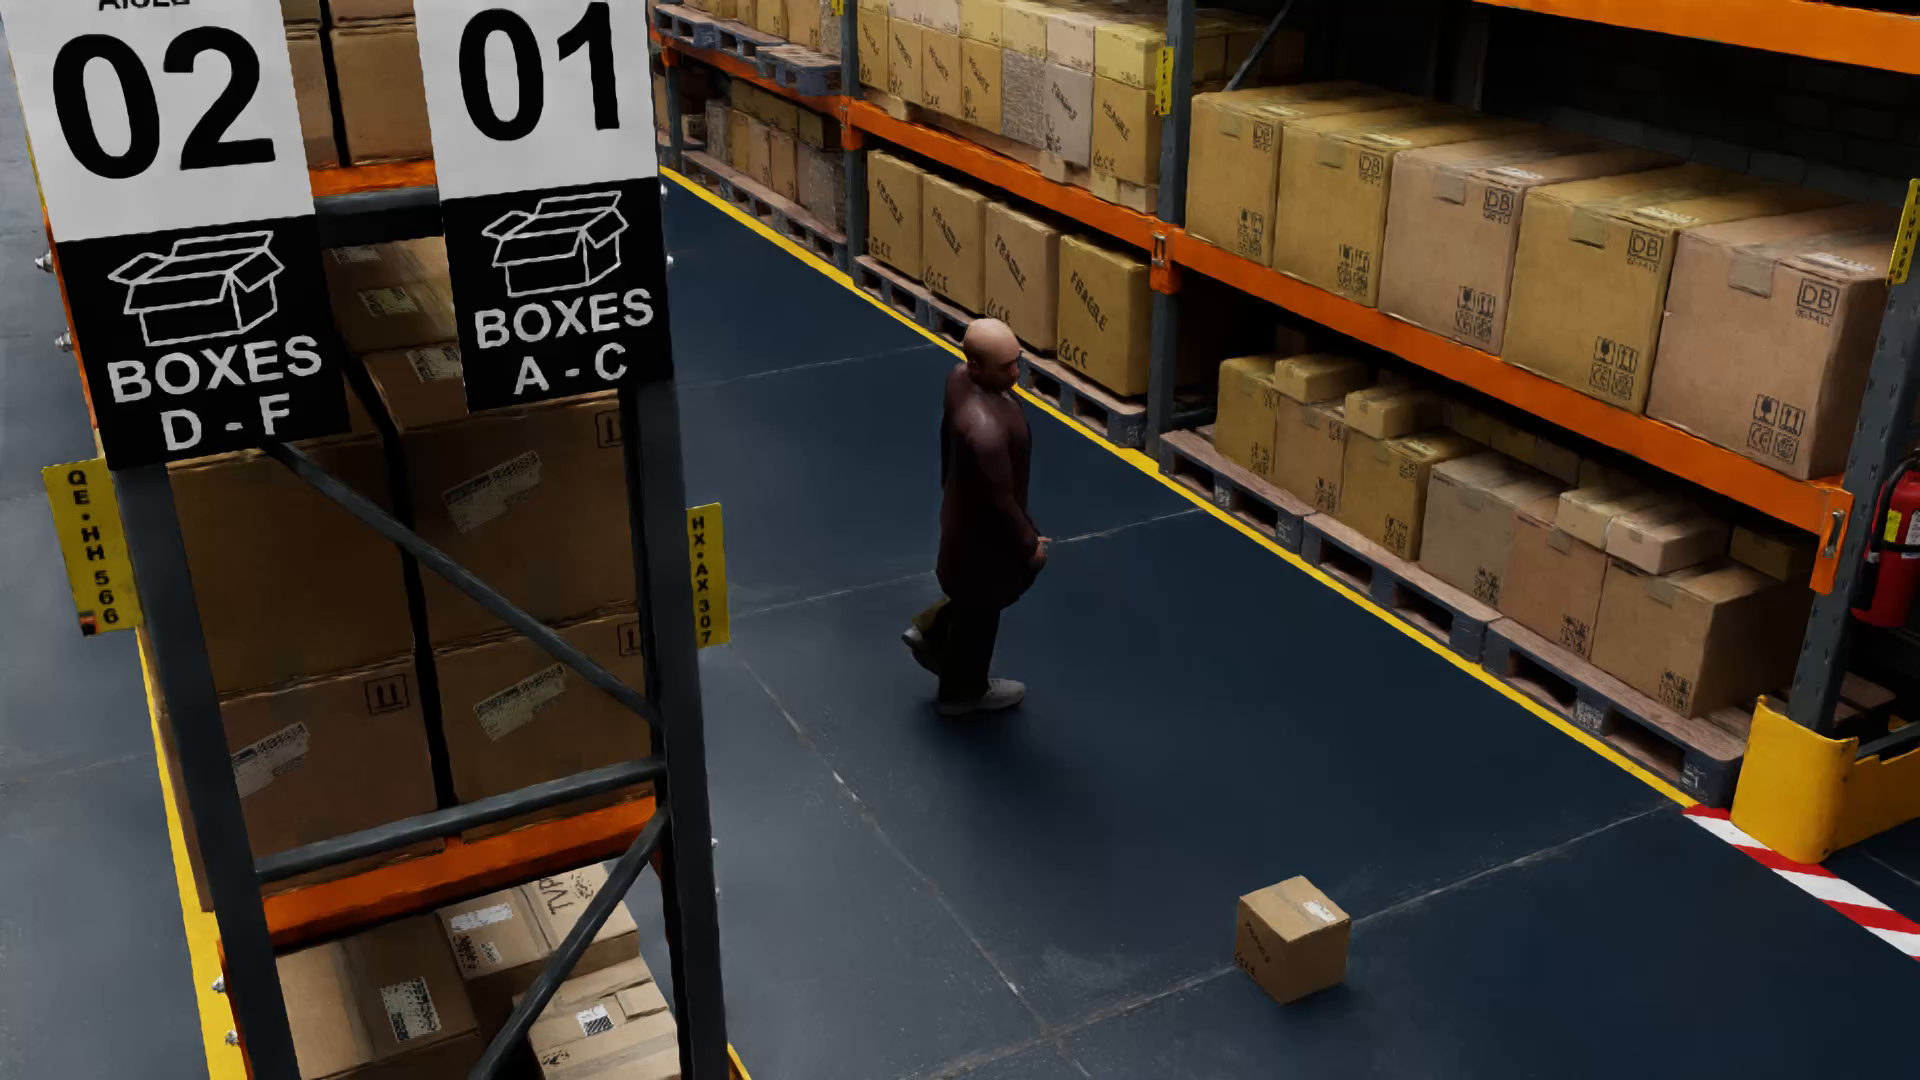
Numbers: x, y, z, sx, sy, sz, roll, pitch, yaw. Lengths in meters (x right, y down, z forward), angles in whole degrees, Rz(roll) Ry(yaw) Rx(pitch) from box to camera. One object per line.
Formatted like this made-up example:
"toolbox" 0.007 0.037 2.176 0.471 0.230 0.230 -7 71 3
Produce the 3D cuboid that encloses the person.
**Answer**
"person" 0.061 -0.044 6.221 0.556 1.737 0.717 -2 25 -4
